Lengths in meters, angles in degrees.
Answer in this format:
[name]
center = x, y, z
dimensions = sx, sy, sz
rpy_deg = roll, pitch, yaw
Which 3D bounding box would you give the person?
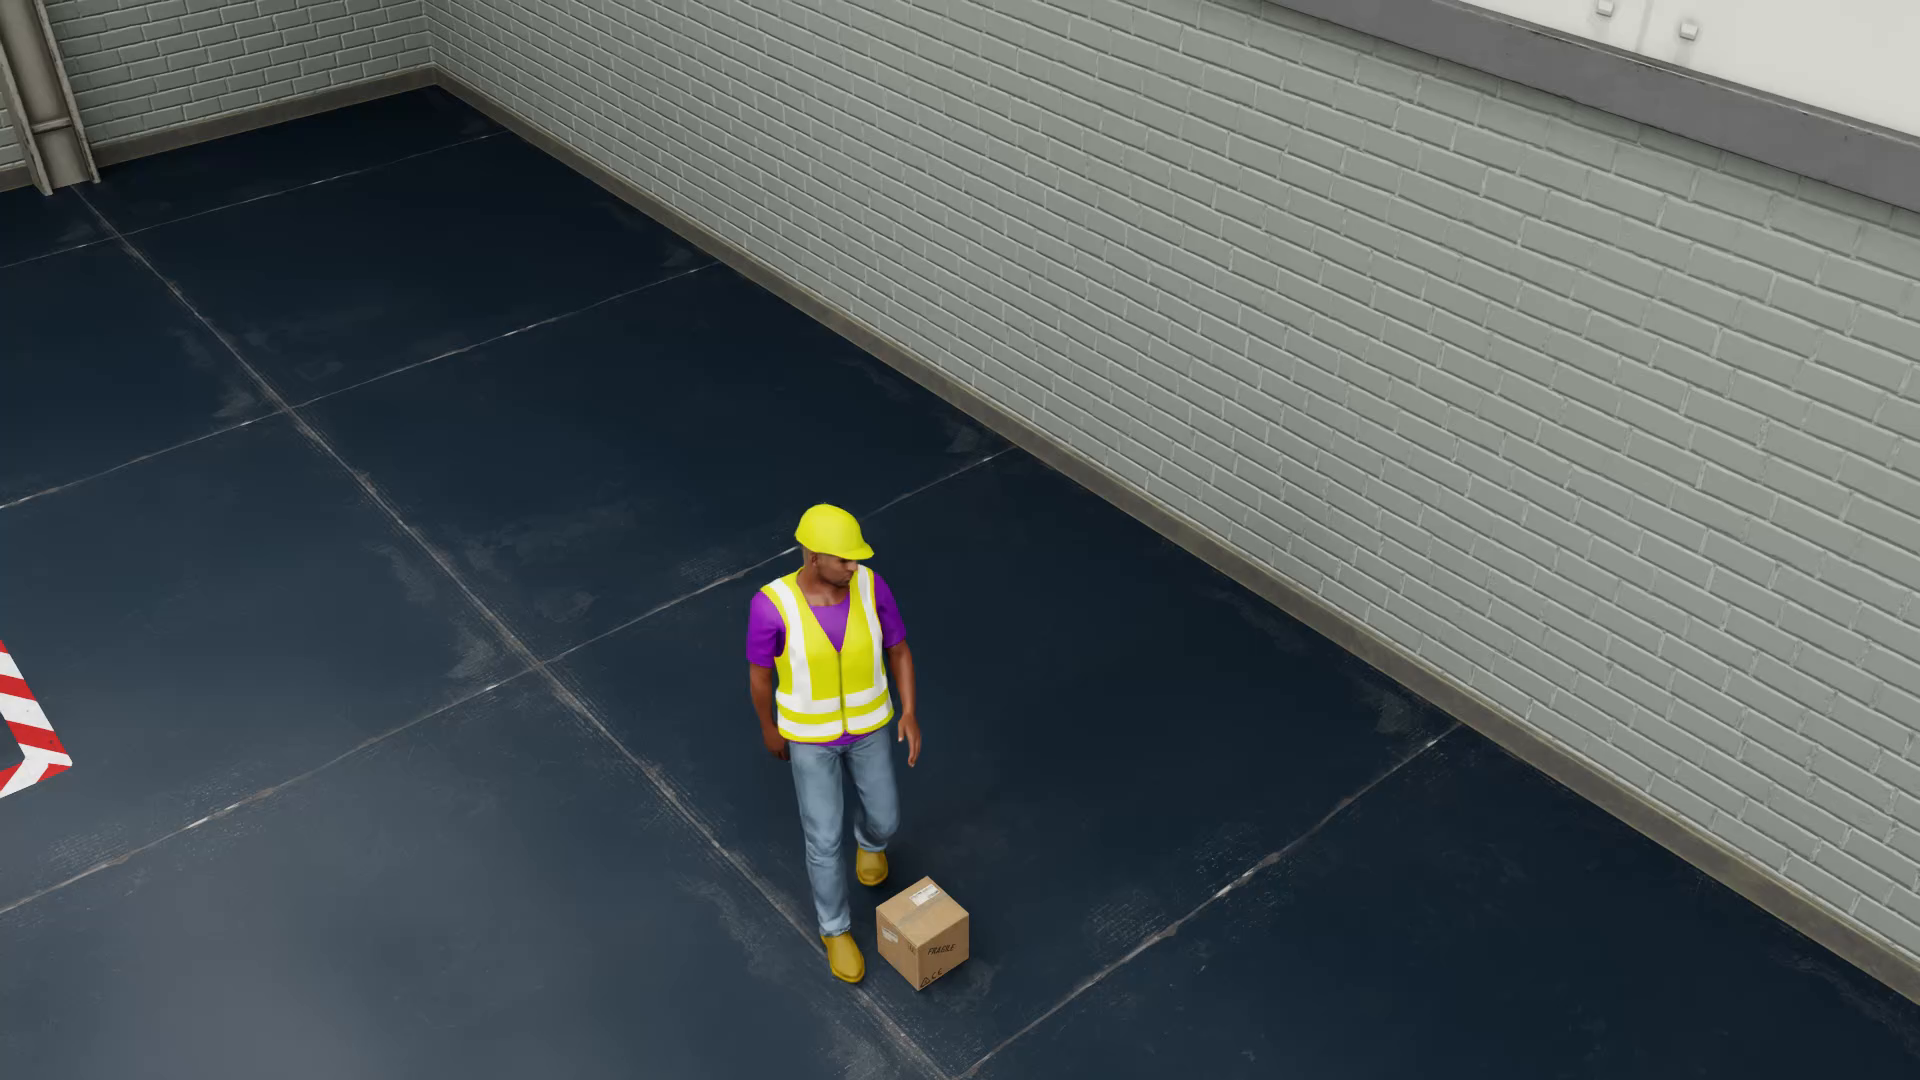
[person]
center = -0.411, 0.744, 6.074
dimensions = 0.597, 1.704, 0.786
rpy_deg = -11, 37, -15
